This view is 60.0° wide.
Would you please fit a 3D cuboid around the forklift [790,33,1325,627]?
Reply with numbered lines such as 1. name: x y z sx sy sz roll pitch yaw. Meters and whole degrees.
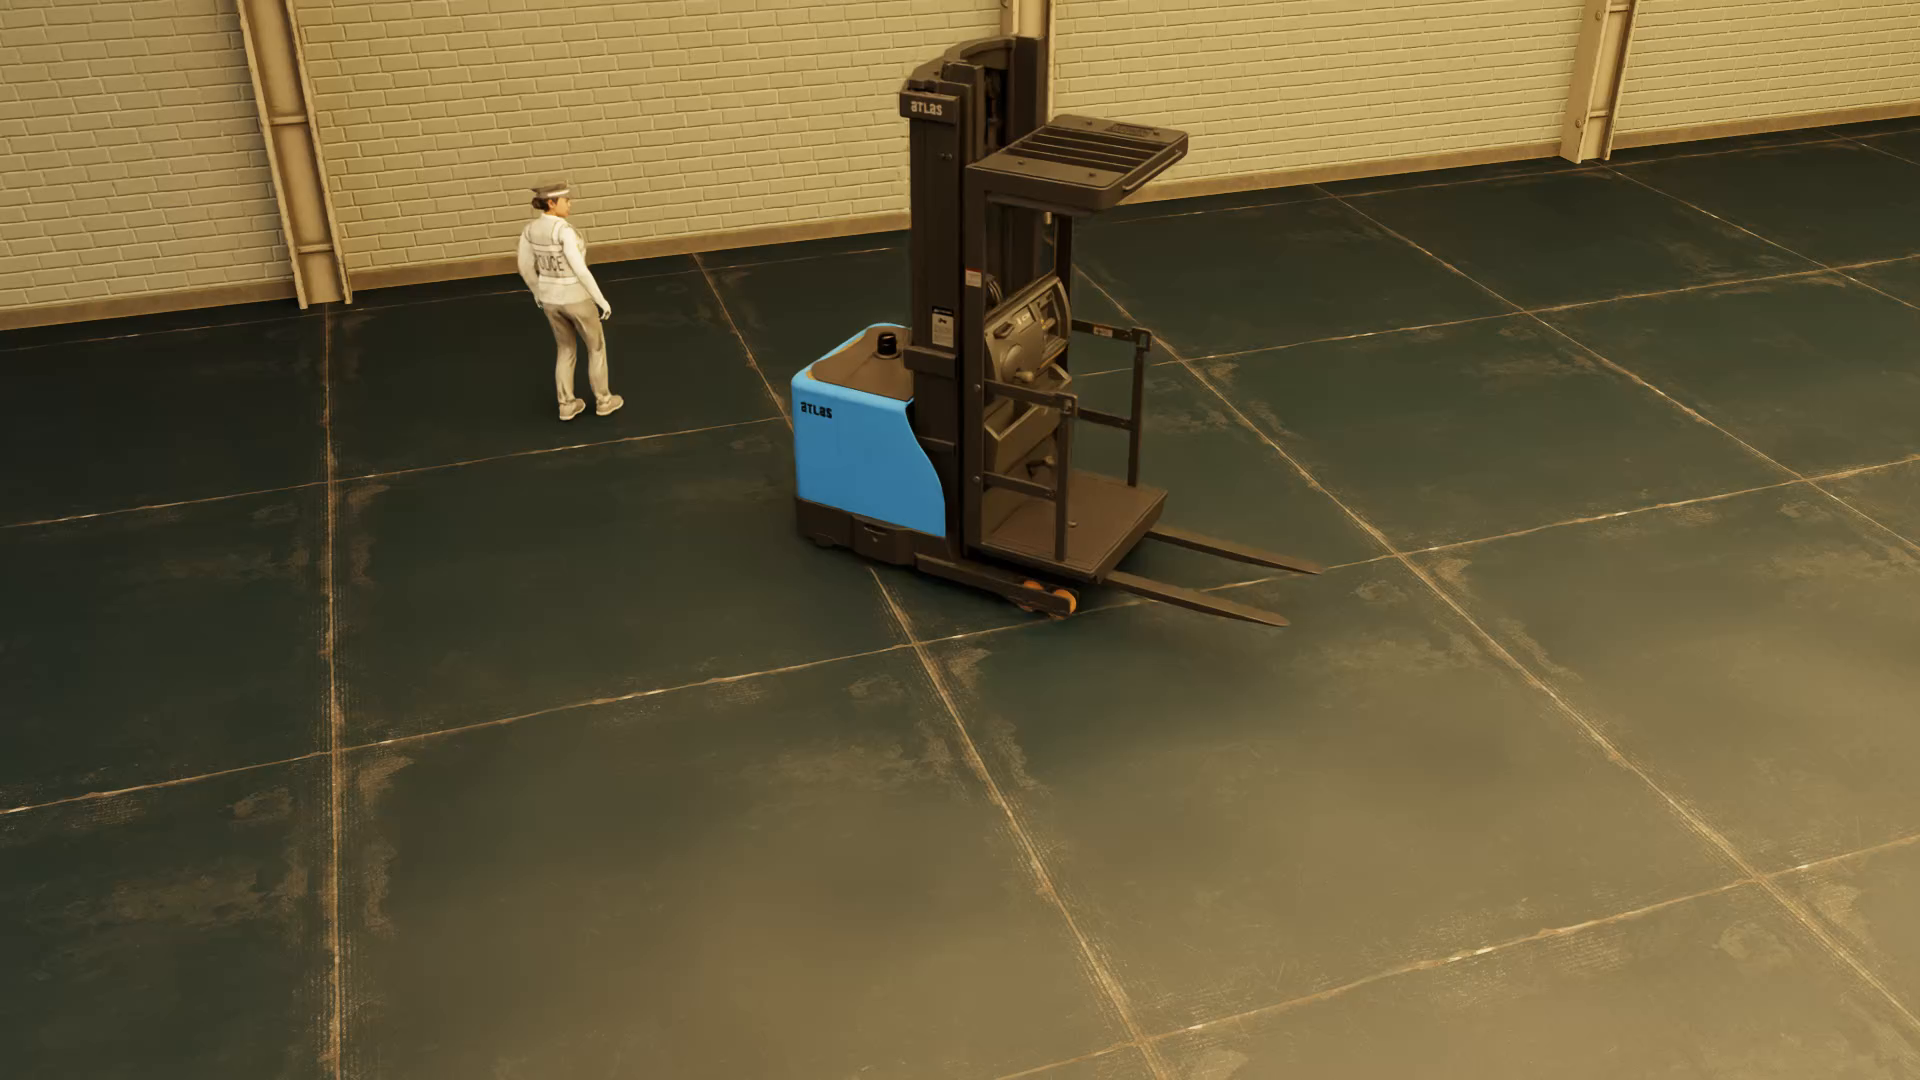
1. forklift: 0.554 -1.130 9.050 3.031 2.935 1.130 15 33 25

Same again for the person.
1. person: -2.606 -1.623 11.186 0.677 1.660 0.451 13 32 21
